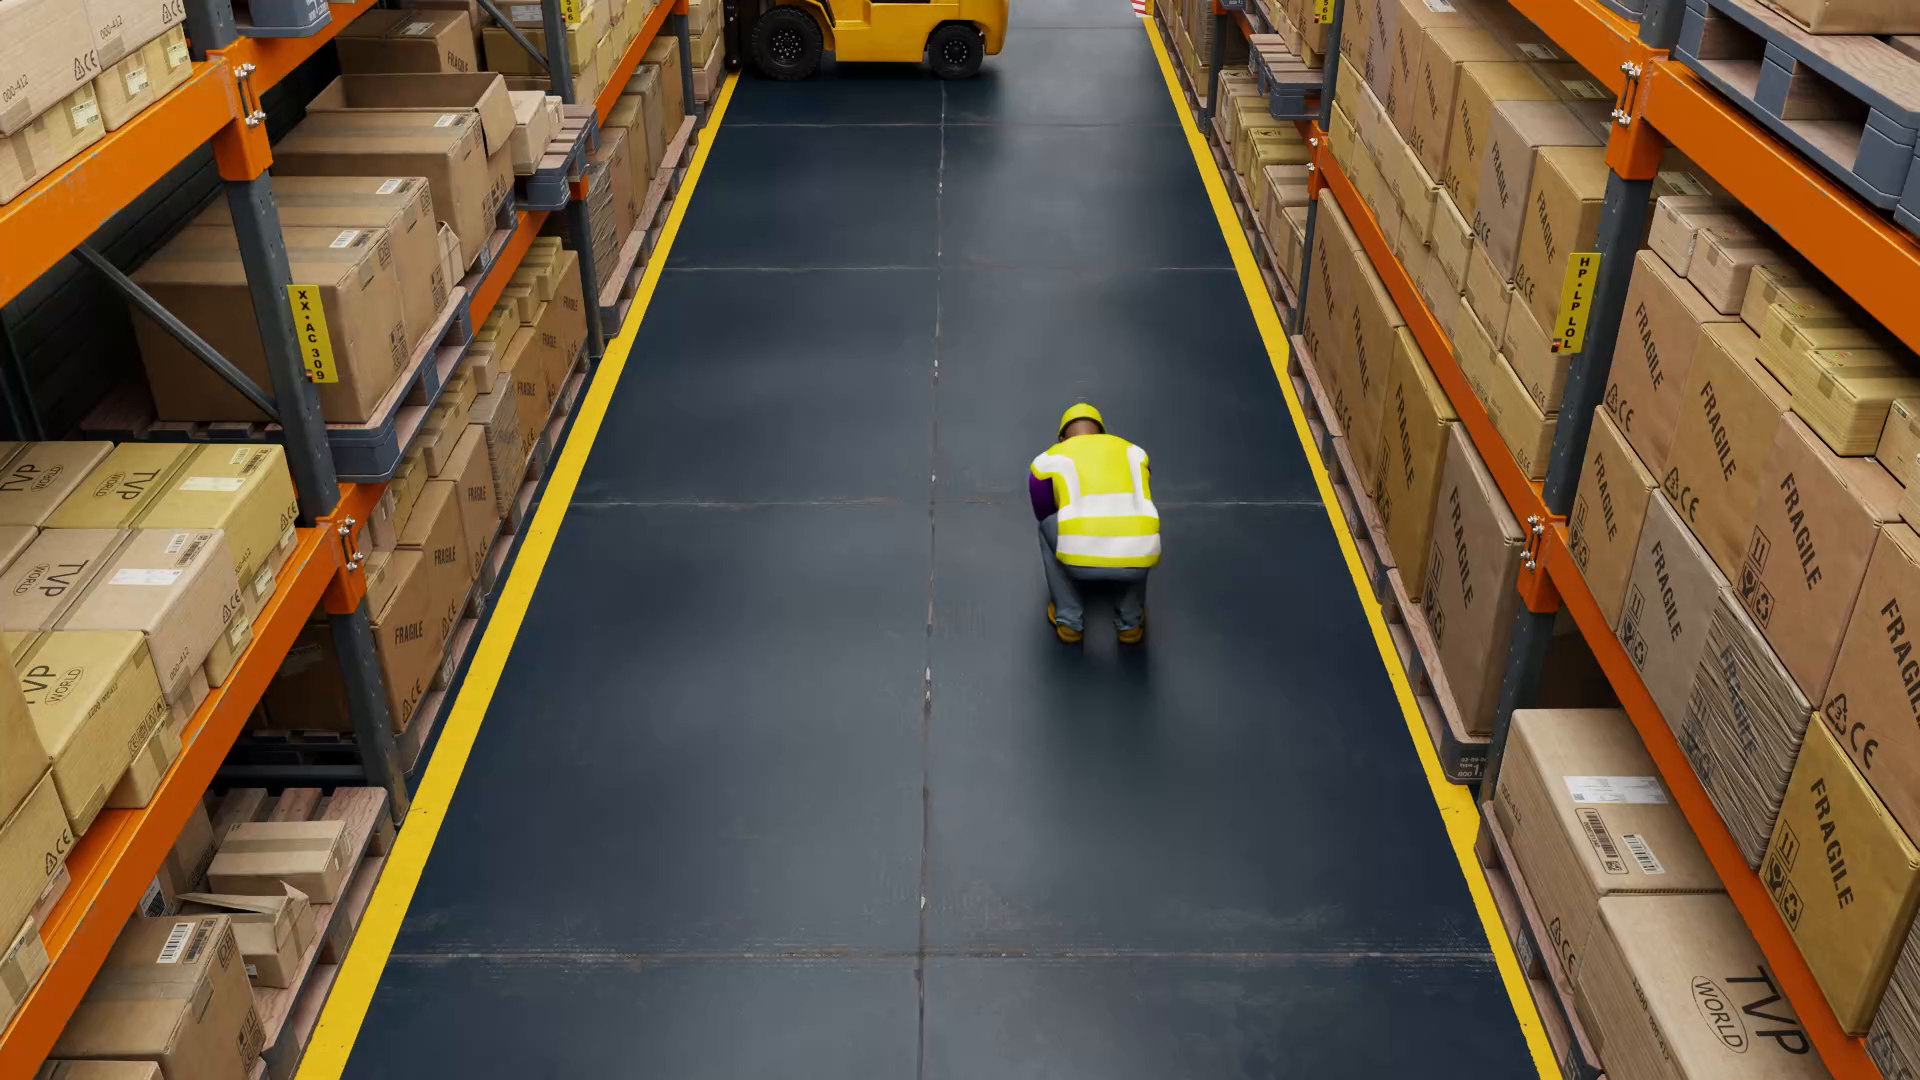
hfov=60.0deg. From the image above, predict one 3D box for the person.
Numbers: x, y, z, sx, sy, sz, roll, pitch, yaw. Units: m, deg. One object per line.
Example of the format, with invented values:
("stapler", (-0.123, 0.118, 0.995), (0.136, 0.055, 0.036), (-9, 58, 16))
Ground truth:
("person", (0.566, -0.044, 7.147), (0.530, 0.811, 0.958), (-1, 31, -1))
